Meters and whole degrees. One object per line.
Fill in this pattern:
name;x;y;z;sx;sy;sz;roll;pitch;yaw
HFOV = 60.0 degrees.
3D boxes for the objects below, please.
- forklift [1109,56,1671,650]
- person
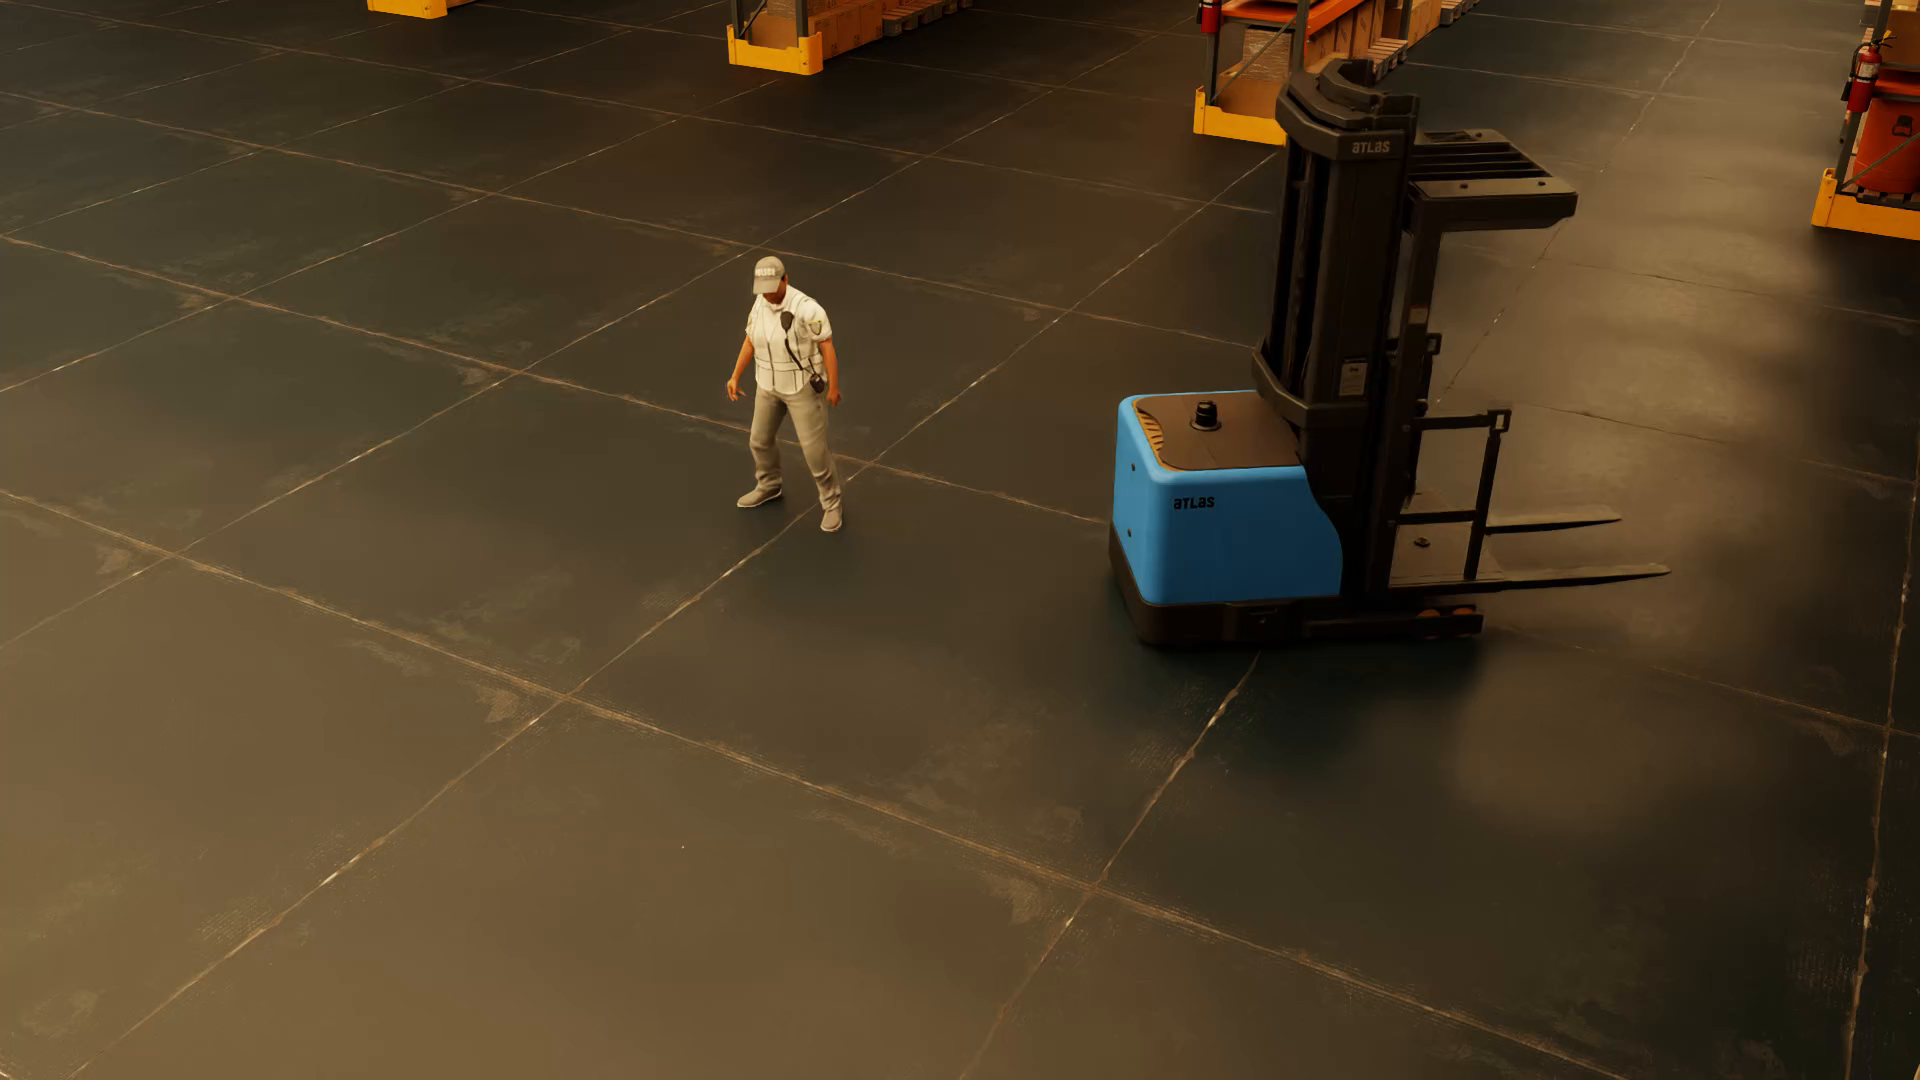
forklift;2.420;-0.985;8.777;3.031;2.935;1.130;-3;30;-5
person;-1.028;-0.900;9.927;0.752;1.655;0.418;16;33;25
